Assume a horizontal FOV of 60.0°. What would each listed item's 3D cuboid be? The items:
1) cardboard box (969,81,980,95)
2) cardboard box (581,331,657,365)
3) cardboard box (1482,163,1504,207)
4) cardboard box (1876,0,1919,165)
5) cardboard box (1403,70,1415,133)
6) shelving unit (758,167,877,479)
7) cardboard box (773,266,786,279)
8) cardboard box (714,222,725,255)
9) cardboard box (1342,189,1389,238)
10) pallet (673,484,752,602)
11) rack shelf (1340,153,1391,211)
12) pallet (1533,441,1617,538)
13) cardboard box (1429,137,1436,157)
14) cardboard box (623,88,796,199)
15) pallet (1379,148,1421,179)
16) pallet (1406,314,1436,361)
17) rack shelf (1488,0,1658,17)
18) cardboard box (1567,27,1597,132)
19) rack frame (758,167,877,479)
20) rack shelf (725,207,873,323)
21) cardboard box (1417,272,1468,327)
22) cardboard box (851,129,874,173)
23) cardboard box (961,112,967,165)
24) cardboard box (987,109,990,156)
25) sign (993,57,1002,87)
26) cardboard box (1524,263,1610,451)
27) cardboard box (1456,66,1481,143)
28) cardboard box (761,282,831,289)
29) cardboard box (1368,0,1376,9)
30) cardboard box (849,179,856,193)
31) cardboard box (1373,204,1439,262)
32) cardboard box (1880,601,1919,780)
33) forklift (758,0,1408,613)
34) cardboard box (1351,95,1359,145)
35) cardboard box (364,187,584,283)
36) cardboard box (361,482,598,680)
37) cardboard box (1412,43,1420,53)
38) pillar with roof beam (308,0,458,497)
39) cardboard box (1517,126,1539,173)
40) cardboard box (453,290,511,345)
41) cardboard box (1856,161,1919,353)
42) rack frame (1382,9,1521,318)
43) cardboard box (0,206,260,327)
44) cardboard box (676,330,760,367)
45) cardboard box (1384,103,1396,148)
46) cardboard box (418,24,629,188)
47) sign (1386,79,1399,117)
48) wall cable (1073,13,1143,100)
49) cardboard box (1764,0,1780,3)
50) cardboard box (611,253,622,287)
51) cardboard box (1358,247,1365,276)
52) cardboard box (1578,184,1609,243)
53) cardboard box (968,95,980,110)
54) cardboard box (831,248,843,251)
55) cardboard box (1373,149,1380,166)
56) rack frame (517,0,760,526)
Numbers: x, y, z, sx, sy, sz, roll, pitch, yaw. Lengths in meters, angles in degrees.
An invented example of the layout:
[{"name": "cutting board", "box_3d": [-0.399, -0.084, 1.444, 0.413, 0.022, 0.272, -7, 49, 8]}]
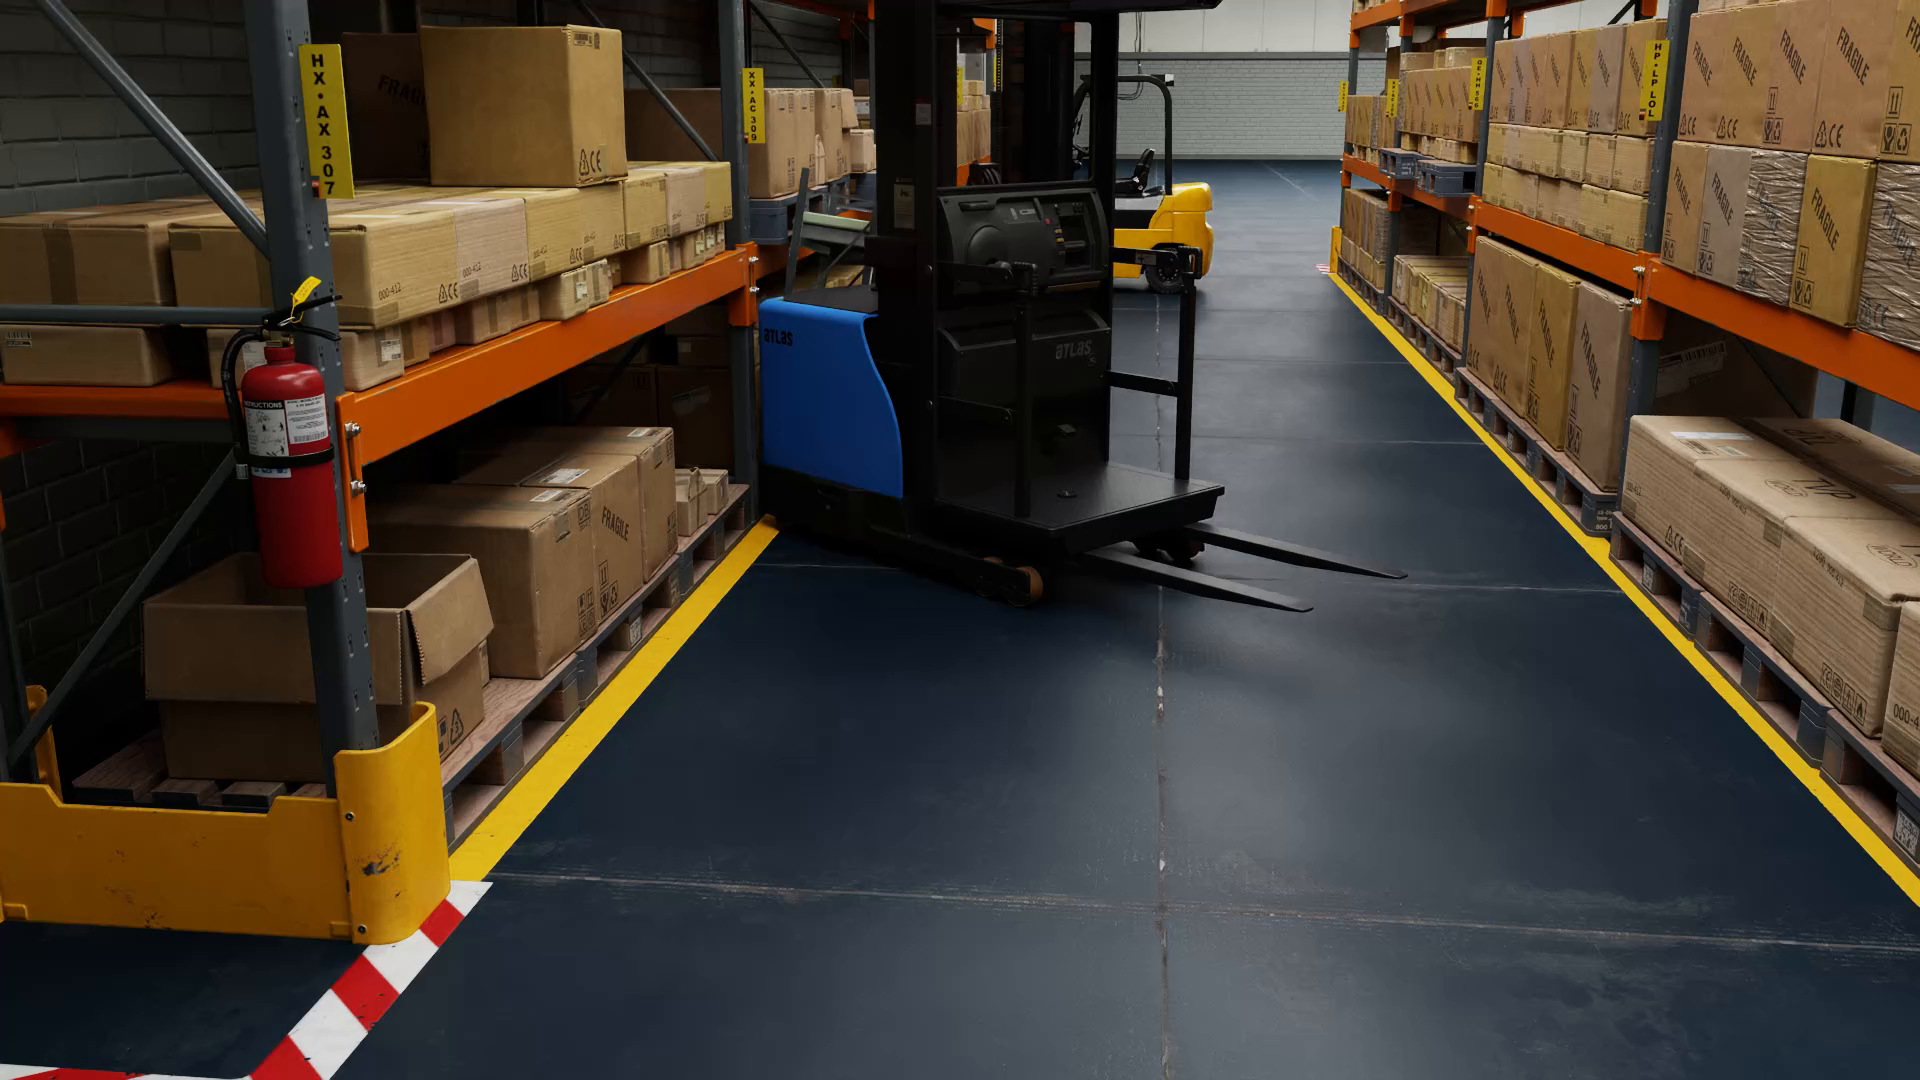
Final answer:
[{"name": "cardboard box", "box_3d": [0.010, -4.728, 17.396, 0.380, 0.149, 0.250, 2, 15, 7]}, {"name": "cardboard box", "box_3d": [-1.714, -0.957, 8.195, 0.380, 0.149, 0.250, 1, 15, 4]}, {"name": "cardboard box", "box_3d": [3.610, -2.244, 10.501, 0.500, 0.250, 0.500, 1, 15, 5]}, {"name": "cardboard box", "box_3d": [2.919, -1.288, 4.573, 0.500, 0.500, 0.500, 2, 15, 6]}, {"name": "cardboard box", "box_3d": [3.973, -3.625, 13.755, 0.500, 0.500, 0.500, 2, 15, 6]}, {"name": "shelving unit", "box_3d": [-0.624, -1.037, 8.329, 0.431, 1.500, 0.755, 10, 7, 6]}, {"name": "cardboard box", "box_3d": [-1.386, -1.764, 11.181, 0.380, 0.149, 0.250, 2, 15, 9]}, {"name": "cardboard box", "box_3d": [-1.254, -1.332, 7.323, 0.380, 0.149, 0.250, 2, 15, 7]}, {"name": "cardboard box", "box_3d": [4.450, -3.541, 18.037, 0.500, 0.500, 0.500, 1, 15, 4]}, {"name": "pallet", "box_3d": [-1.547, -0.019, 7.329, 1.003, 0.211, 1.213, 2, 15, 6]}, {"name": "rack shelf", "box_3d": [4.592, -3.645, 16.772, 1.077, 0.370, 4.000, 2, 15, 6]}, {"name": "pallet", "box_3d": [3.476, -0.255, 8.199, 1.003, 0.211, 1.213, 2, 15, 6]}, {"name": "cardboard box", "box_3d": [3.815, -3.013, 12.736, 0.380, 0.149, 0.250, 1, 15, 4]}, {"name": "cardboard box", "box_3d": [-1.192, -1.913, 7.996, 0.700, 0.500, 0.500, 2, 15, 8]}, {"name": "pallet", "box_3d": [4.136, -3.187, 14.068, 1.003, 0.211, 1.213, 2, 15, 6]}, {"name": "pallet", "box_3d": [4.145, -1.608, 13.204, 1.003, 0.211, 1.213, 2, 15, 6]}, {"name": "rack shelf", "box_3d": [3.690, -3.018, 8.708, 1.077, 0.370, 4.000, 2, 15, 6]}, {"name": "cardboard box", "box_3d": [3.393, -2.318, 8.380, 0.500, 0.500, 0.500, 2, 15, 8]}, {"name": "rack frame", "box_3d": [-0.670, -1.000, 7.967, 0.400, 1.500, 0.023, 10, 7, 6]}, {"name": "rack shelf", "box_3d": [-1.243, -1.715, 9.636, 1.077, 0.370, 4.000, 2, 15, 6]}, {"name": "cardboard box", "box_3d": [4.155, -1.904, 13.188, 0.950, 0.372, 0.625, 2, 15, 8]}, {"name": "cardboard box", "box_3d": [-0.815, -2.428, 10.378, 0.500, 0.250, 0.500, 1, 15, 4]}, {"name": "cardboard box", "box_3d": [-0.214, -3.910, 16.183, 0.500, 0.500, 0.500, 2, 15, 7]}, {"name": "cardboard box", "box_3d": [0.091, -4.569, 18.620, 0.500, 0.500, 0.500, 1, 15, 5]}, {"name": "sign", "box_3d": [0.423, -5.310, 18.879, 0.100, 0.325, 0.005, 2, 15, 6]}, {"name": "cardboard box", "box_3d": [3.549, -0.973, 8.780, 0.875, 0.875, 0.875, 2, 15, 8]}, {"name": "cardboard box", "box_3d": [3.690, -2.956, 11.283, 0.500, 0.500, 0.500, 1, 15, 5]}, {"name": "cardboard box", "box_3d": [-0.997, -1.484, 10.146, 0.380, 0.149, 0.250, 1, 15, 5]}, {"name": "cardboard box", "box_3d": [4.316, -5.426, 16.716, 0.380, 0.149, 0.250, 2, 15, 7]}, {"name": "cardboard box", "box_3d": [-0.724, -2.616, 11.879, 0.500, 0.250, 0.500, 2, 15, 6]}, {"name": "cardboard box", "box_3d": [4.167, -2.872, 15.563, 0.500, 0.500, 0.500, 1, 15, 5]}, {"name": "cardboard box", "box_3d": [2.988, 0.499, 4.174, 0.875, 0.438, 0.875, 1, 15, 4]}, {"name": "forklift", "box_3d": [0.427, -1.296, 6.840, 1.130, 2.935, 3.031, -14, 20, -41]}, {"name": "cardboard box", "box_3d": [4.434, -4.453, 17.624, 0.500, 0.500, 0.500, 2, 15, 8]}, {"name": "cardboard box", "box_3d": [-1.490, -0.949, 5.144, 0.500, 0.250, 0.500, 1, 15, 5]}, {"name": "cardboard box", "box_3d": [-1.622, 0.121, 5.451, 0.700, 0.500, 0.500, 2, 15, 9]}, {"name": "cardboard box", "box_3d": [4.763, -4.655, 16.452, 0.700, 0.500, 0.500, 2, 15, 6]}, {"name": "pillar with roof beam", "box_3d": [1.835, -4.159, 5.802, 9.100, 9.000, 0.400, 2, 15, 6]}, {"name": "cardboard box", "box_3d": [3.485, -2.218, 9.446, 0.500, 0.250, 0.500, 2, 15, 6]}, {"name": "cardboard box", "box_3d": [-1.543, -0.662, 4.846, 0.380, 0.149, 0.250, 2, 15, 8]}, {"name": "cardboard box", "box_3d": [2.924, -0.805, 4.703, 0.500, 0.500, 0.500, 2, 15, 8]}, {"name": "rack frame", "box_3d": [4.367, -3.473, 14.760, 1.000, 3.000, 0.127, 2, 15, 6]}, {"name": "cardboard box", "box_3d": [-2.132, -0.704, 4.238, 0.500, 0.250, 0.500, 2, 15, 8]}, {"name": "cardboard box", "box_3d": [-1.164, -0.938, 8.126, 0.380, 0.149, 0.250, 2, 15, 9]}, {"name": "cardboard box", "box_3d": [4.170, -3.788, 15.162, 0.500, 0.500, 0.500, 1, 15, 5]}, {"name": "cardboard box", "box_3d": [-1.432, -1.438, 5.515, 0.500, 0.500, 0.500, 2, 15, 8]}, {"name": "sign", "box_3d": [3.827, -3.905, 14.699, 0.100, 0.325, 0.005, 2, 15, 6]}, {"name": "wall cable", "box_3d": [3.943, -14.405, 49.643, 3.097, 2.526, 0.112, 2, 15, 6]}, {"name": "cardboard box", "box_3d": [3.082, -1.971, 5.855, 0.380, 0.149, 0.250, 2, 15, 6]}, {"name": "cardboard box", "box_3d": [-1.464, -0.998, 6.087, 0.380, 0.149, 0.250, 2, 15, 7]}, {"name": "cardboard box", "box_3d": [4.278, -2.780, 16.660, 0.500, 0.250, 0.500, 2, 15, 7]}, {"name": "cardboard box", "box_3d": [3.323, -1.582, 8.053, 0.500, 0.250, 0.500, 1, 15, 5]}, {"name": "cardboard box", "box_3d": [0.004, -4.586, 17.440, 0.380, 0.149, 0.250, 2, 15, 7]}, {"name": "cardboard box", "box_3d": [-0.867, -1.968, 12.940, 0.875, 0.625, 0.625, 2, 15, 8]}, {"name": "cardboard box", "box_3d": [4.211, -3.708, 16.109, 0.380, 0.149, 0.250, 1, 15, 5]}, {"name": "rack frame", "box_3d": [-1.469, -1.544, 7.624, 1.000, 3.000, 0.127, 2, 15, 6]}]
